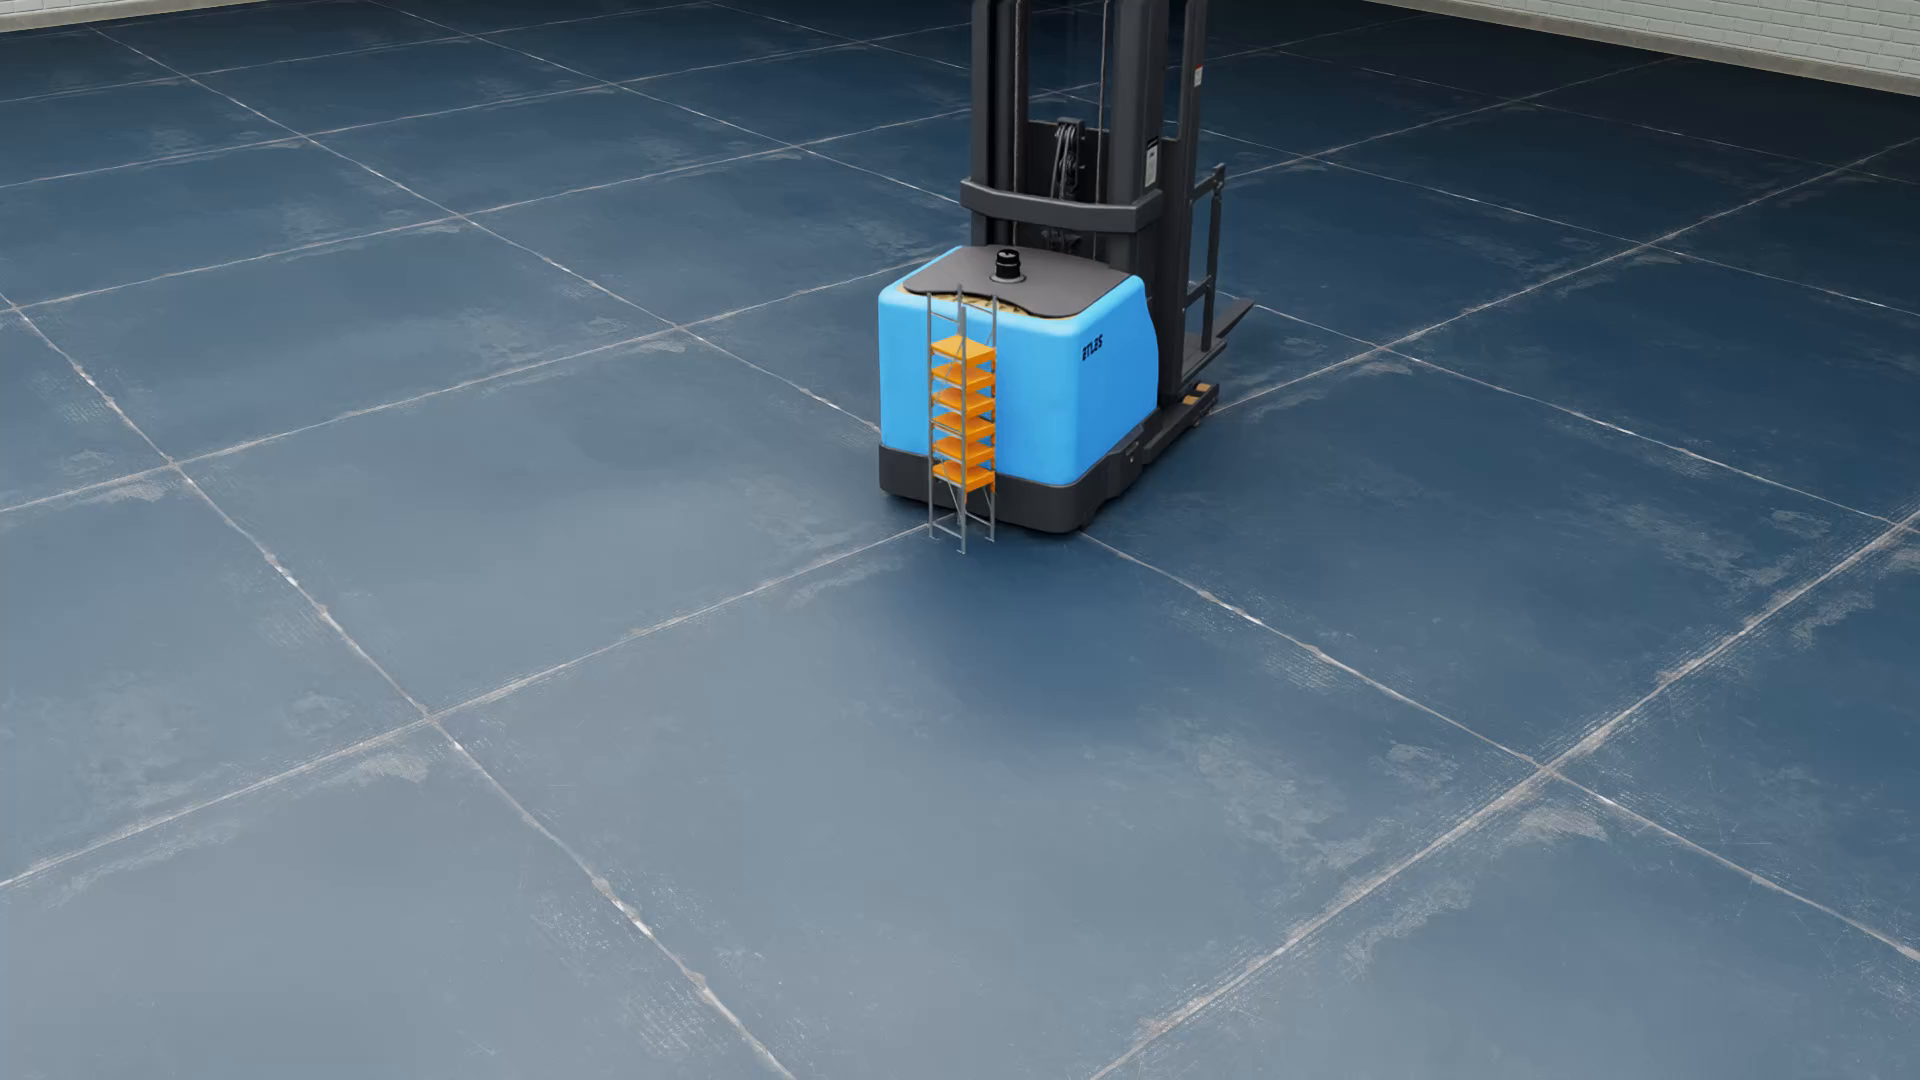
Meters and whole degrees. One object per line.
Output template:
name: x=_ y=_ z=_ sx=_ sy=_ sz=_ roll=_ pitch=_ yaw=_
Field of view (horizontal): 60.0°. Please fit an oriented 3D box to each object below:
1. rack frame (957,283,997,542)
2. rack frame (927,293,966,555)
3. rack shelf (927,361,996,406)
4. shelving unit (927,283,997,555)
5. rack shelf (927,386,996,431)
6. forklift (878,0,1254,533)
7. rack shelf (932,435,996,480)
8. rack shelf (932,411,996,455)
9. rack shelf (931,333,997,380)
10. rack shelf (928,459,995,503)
rack frame: x=0.073 y=-0.560 z=7.525 sx=0.006 sy=1.200 sz=0.240 roll=-24 pitch=36 yaw=-37
rack frame: x=-0.059 y=-0.501 z=7.414 sx=0.006 sy=1.200 sz=0.240 roll=-24 pitch=36 yaw=-37
rack shelf: x=0.007 y=-0.703 z=7.377 sx=0.180 sy=0.103 sz=0.258 roll=-24 pitch=36 yaw=-37
shelving unit: x=0.007 y=-0.531 z=7.470 sx=0.189 sy=1.200 sz=0.258 roll=-24 pitch=36 yaw=-37
rack shelf: x=0.007 y=-0.597 z=7.434 sx=0.180 sy=0.103 sz=0.258 roll=-24 pitch=36 yaw=-37
forklift: x=0.752 y=-1.988 z=8.360 sx=1.130 sy=2.935 sz=3.031 roll=14 pitch=31 yaw=25
rack shelf: x=0.007 y=-0.386 z=7.547 sx=0.180 sy=0.103 sz=0.258 roll=-24 pitch=36 yaw=-37
rack shelf: x=0.007 y=-0.491 z=7.491 sx=0.180 sy=0.103 sz=0.258 roll=-24 pitch=36 yaw=-37
rack shelf: x=0.007 y=-0.809 z=7.321 sx=0.180 sy=0.103 sz=0.258 roll=-24 pitch=36 yaw=-37
rack shelf: x=0.007 y=-0.280 z=7.604 sx=0.180 sy=0.103 sz=0.258 roll=-24 pitch=36 yaw=-37
